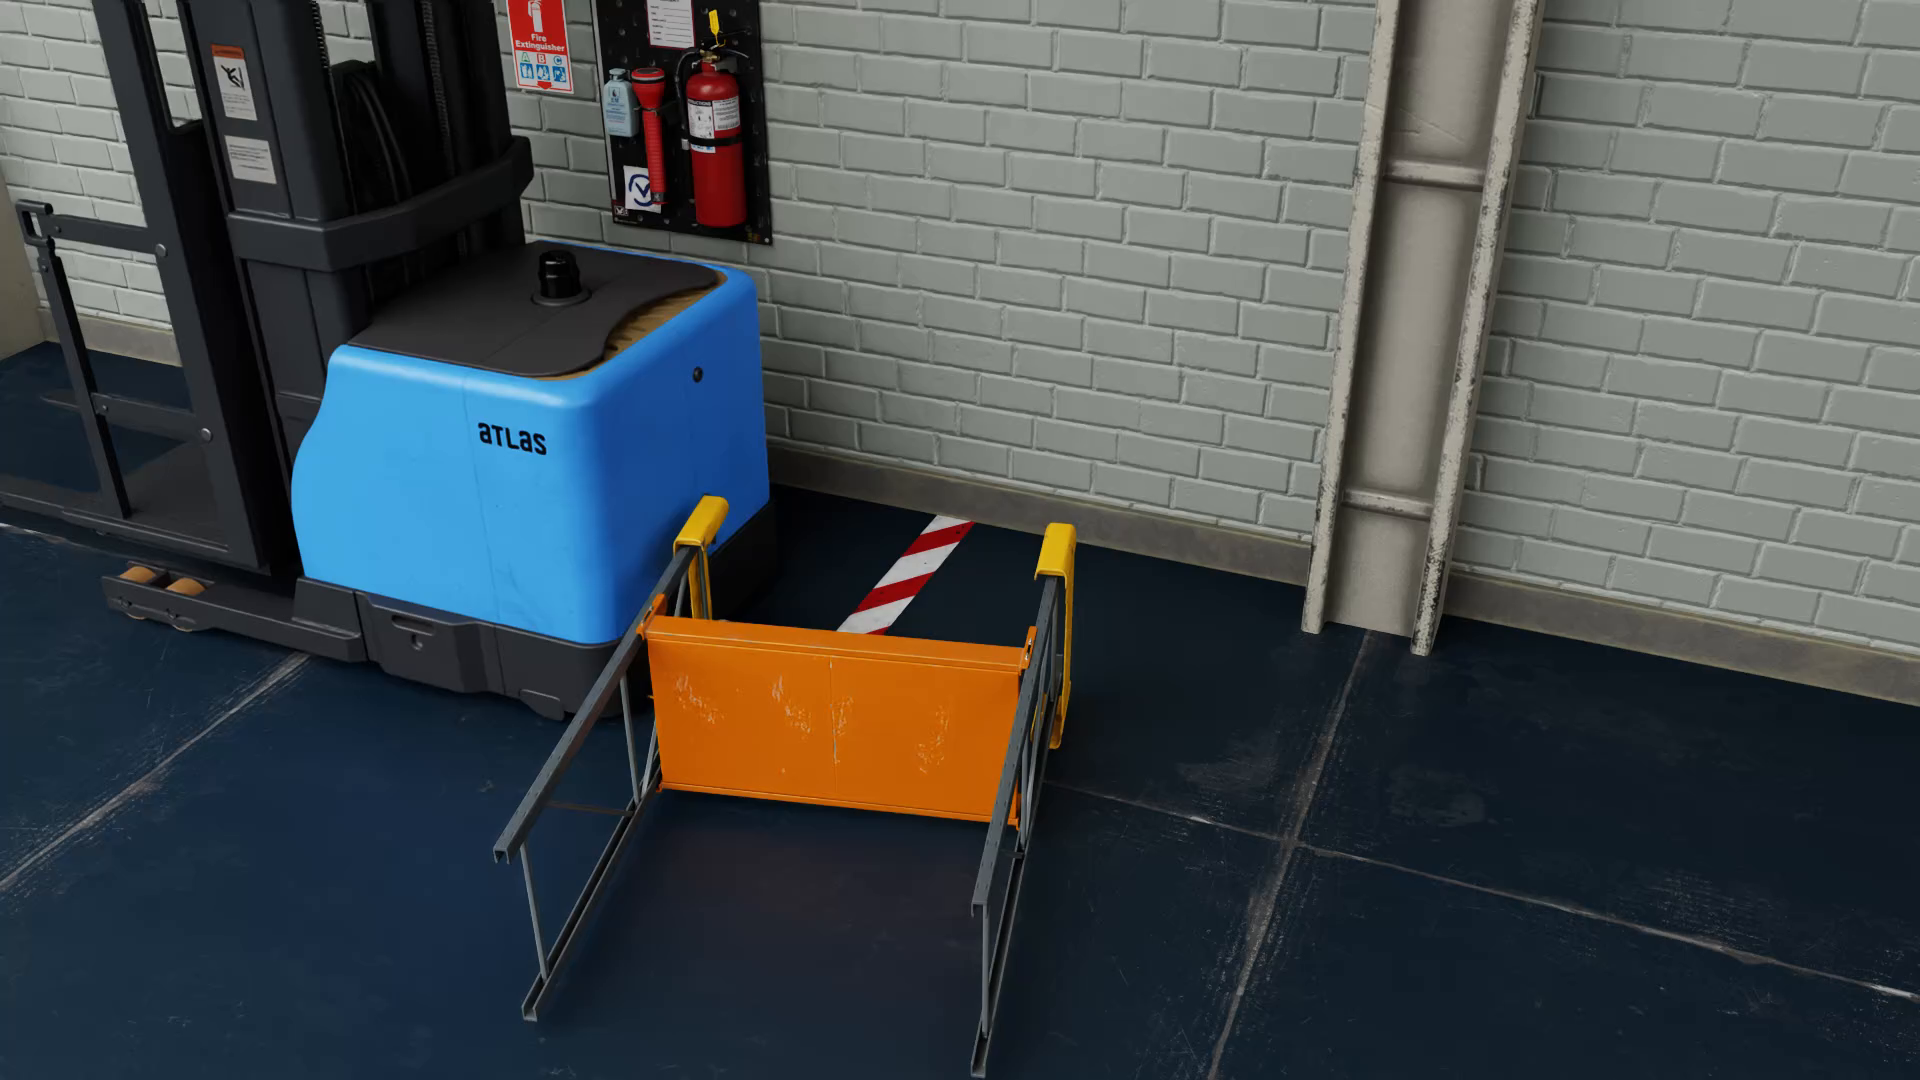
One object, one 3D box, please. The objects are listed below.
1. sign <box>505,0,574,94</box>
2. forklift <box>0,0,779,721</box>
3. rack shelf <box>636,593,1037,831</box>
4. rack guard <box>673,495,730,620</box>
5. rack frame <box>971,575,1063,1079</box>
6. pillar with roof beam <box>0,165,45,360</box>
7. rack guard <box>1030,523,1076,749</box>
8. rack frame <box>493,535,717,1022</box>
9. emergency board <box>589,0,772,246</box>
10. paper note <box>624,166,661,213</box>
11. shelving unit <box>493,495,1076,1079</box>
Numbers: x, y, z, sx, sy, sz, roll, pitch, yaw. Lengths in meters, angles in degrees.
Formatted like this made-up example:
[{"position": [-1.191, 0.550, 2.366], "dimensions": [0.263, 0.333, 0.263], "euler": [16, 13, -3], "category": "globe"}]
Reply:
[{"position": [-1.432, -1.693, 5.661], "dimensions": [0.234, 0.329, 0.001], "euler": [11, 31, 19], "category": "sign"}, {"position": [-2.165, -1.213, 4.918], "dimensions": [3.031, 2.935, 1.130], "euler": [11, 31, 19], "category": "forklift"}, {"position": [-0.312, 0.448, 4.334], "dimensions": [1.000, 0.538, 0.185], "euler": [5, 30, 8], "category": "rack shelf"}, {"position": [-0.722, 0.191, 4.784], "dimensions": [0.087, 0.587, 0.250], "euler": [5, 30, 8], "category": "rack guard"}, {"position": [0.161, 0.576, 4.108], "dimensions": [0.032, 0.500, 1.500], "euler": [5, 30, 8], "category": "rack frame"}, {"position": [-5.861, -2.813, 1.581], "dimensions": [0.400, 9.000, 9.100], "euler": [11, 31, 19], "category": "pillar with roof beam"}, {"position": [0.261, 0.270, 4.644], "dimensions": [0.087, 0.587, 0.250], "euler": [5, 30, 8], "category": "rack guard"}, {"position": [-0.843, 0.495, 4.252], "dimensions": [0.032, 0.500, 1.500], "euler": [5, 30, 8], "category": "rack frame"}, {"position": [-0.958, -1.529, 5.406], "dimensions": [0.643, 1.169, 0.194], "euler": [11, 31, 19], "category": "emergency board"}, {"position": [-1.097, -1.209, 5.736], "dimensions": [0.142, 0.148, 0.016], "euler": [11, 31, 19], "category": "paper note"}, {"position": [-0.332, 0.537, 4.179], "dimensions": [1.083, 0.587, 1.500], "euler": [5, 30, 8], "category": "shelving unit"}]
